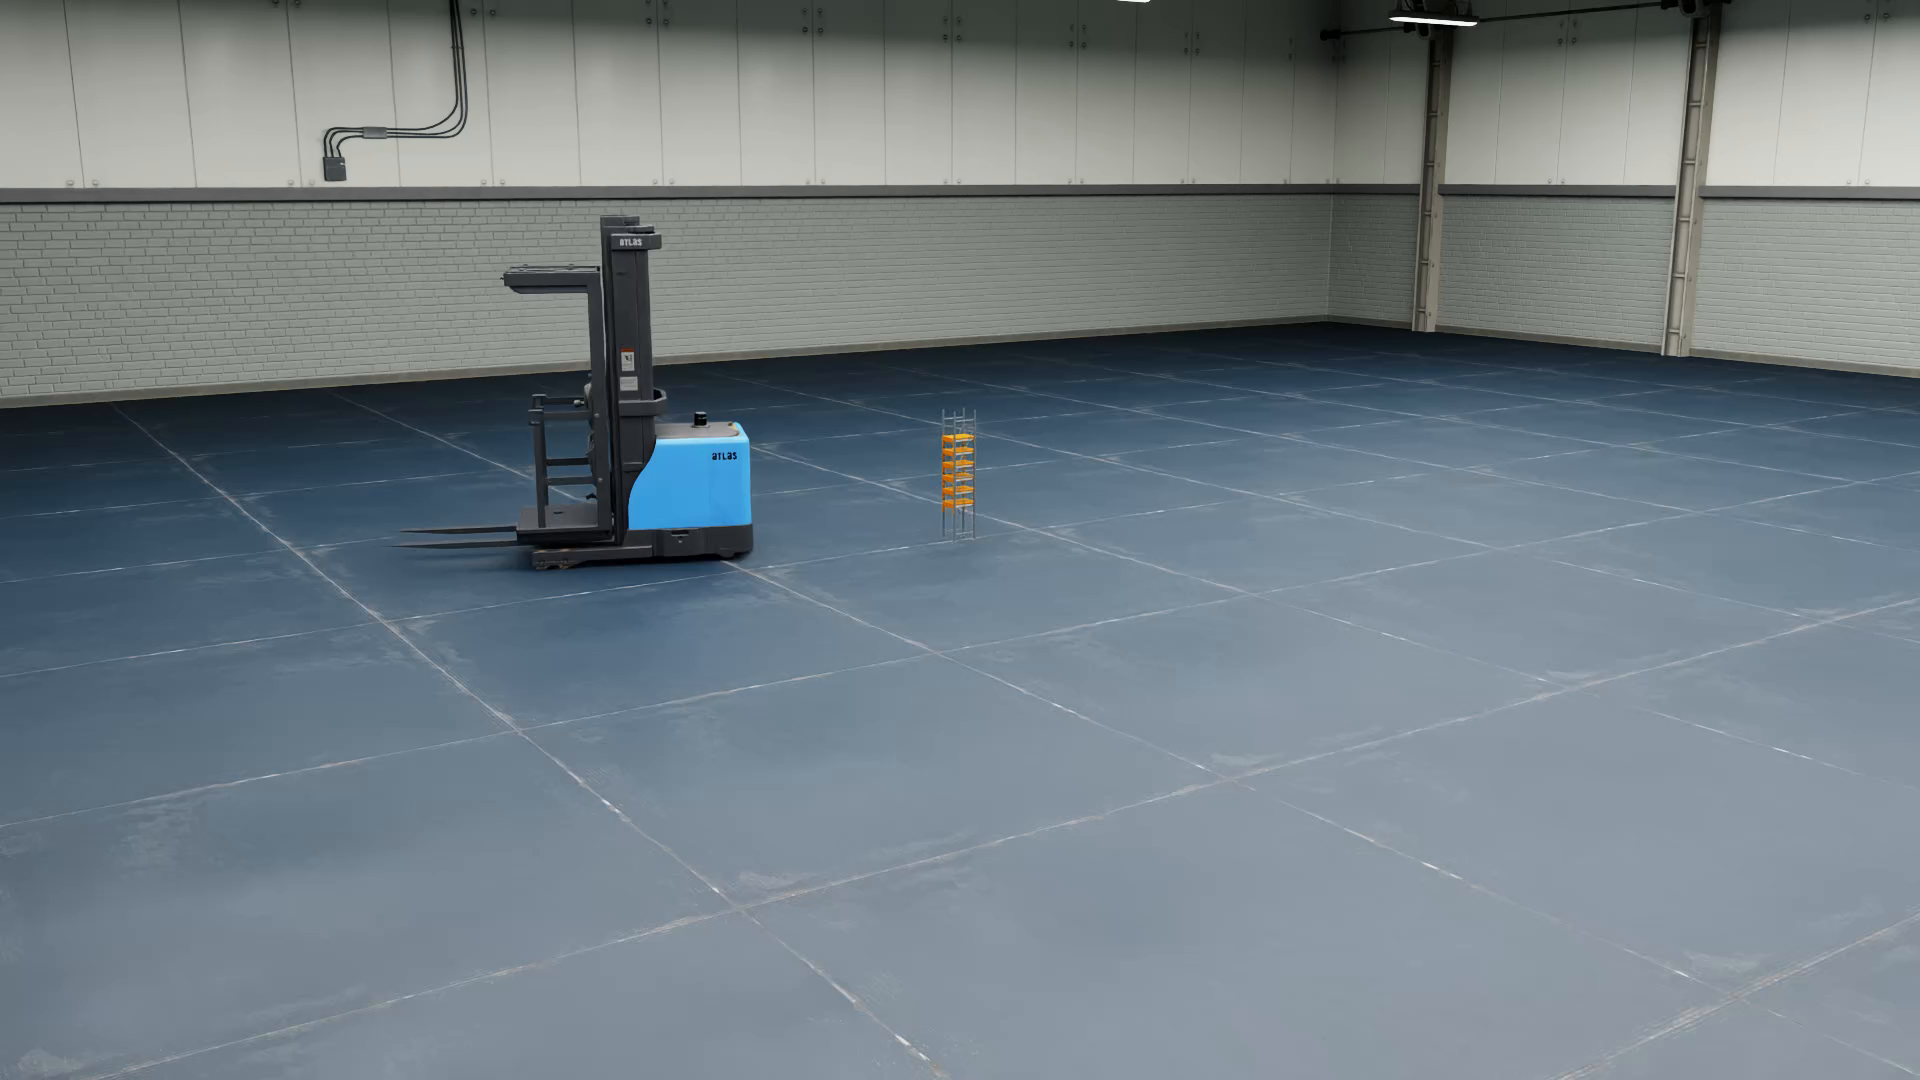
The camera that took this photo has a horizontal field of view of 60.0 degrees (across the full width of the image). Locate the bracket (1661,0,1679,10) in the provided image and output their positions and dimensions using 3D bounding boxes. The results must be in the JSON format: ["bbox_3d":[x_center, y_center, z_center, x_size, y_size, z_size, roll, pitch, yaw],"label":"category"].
[{"bbox_3d":[12.791,-9.621,29.757,0.235,0.232,0.430,-8,15,-33],"label":"bracket"}]

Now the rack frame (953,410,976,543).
[{"bbox_3d":[0.043,-0.572,15.059,0.240,1.200,0.006,-8,15,-33],"label":"rack frame"}]

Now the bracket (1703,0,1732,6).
[{"bbox_3d":[13.251,-9.474,29.082,0.235,0.232,0.430,-8,15,-33],"label":"bracket"}]

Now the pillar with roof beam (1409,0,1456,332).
[{"bbox_3d":[6.408,-8.389,32.546,9.100,9.000,0.548,-8,15,-33],"label":"pillar with roof beam"}]

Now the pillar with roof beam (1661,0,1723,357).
[{"bbox_3d":[9.733,-7.322,27.666,9.100,9.000,0.548,-8,15,-33],"label":"pillar with roof beam"}]

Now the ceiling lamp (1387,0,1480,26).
[{"bbox_3d":[8.004,-10.475,28.425,2.000,3.185,0.800,-8,15,-33],"label":"ceiling lamp"}]

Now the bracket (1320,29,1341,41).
[{"bbox_3d":[8.154,-11.110,36.564,0.235,0.232,0.430,-8,15,-33],"label":"bracket"}]

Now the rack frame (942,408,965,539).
[{"bbox_3d":[-0.059,-0.605,15.208,0.240,1.200,0.006,-8,15,-33],"label":"rack frame"}]

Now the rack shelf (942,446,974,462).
[{"bbox_3d":[-0.008,-0.780,15.092,0.258,0.103,0.180,-8,15,-33],"label":"rack shelf"}]

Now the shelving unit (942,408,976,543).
[{"bbox_3d":[-0.008,-0.589,15.134,0.258,1.200,0.189,-8,15,-33],"label":"shelving unit"}]

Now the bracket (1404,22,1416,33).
[{"bbox_3d":[9.467,-10.688,34.637,0.235,0.232,0.430,-8,15,-33],"label":"bracket"}]

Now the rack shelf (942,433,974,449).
[{"bbox_3d":[-0.008,-0.897,15.066,0.258,0.103,0.180,-8,15,-33],"label":"rack shelf"}]

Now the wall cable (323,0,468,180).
[{"bbox_3d":[-8.851,-8.632,25.700,2.305,6.003,0.169,-8,15,-33],"label":"wall cable"}]

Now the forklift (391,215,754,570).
[{"bbox_3d":[-3.376,-1.302,14.345,3.031,2.935,1.130,-3,13,-12],"label":"forklift"}]

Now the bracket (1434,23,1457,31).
[{"bbox_3d":[9.927,-10.541,33.962,0.235,0.232,0.430,-8,15,-33],"label":"bracket"}]

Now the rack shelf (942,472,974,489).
[{"bbox_3d":[-0.008,-0.545,15.143,0.258,0.103,0.180,-8,15,-33],"label":"rack shelf"}]

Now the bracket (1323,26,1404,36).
[{"bbox_3d":[8.481,-11.005,36.084,0.076,0.066,3.189,-8,15,-33],"label":"bracket"}]

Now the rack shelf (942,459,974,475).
[{"bbox_3d":[-0.008,-0.663,15.117,0.258,0.103,0.180,-8,15,-33],"label":"rack shelf"}]

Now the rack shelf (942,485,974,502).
[{"bbox_3d":[-0.008,-0.428,15.169,0.258,0.103,0.180,-8,15,-33],"label":"rack shelf"}]

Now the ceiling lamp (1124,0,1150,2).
[{"bbox_3d":[1.893,-9.607,24.452,2.000,3.185,0.800,-8,15,-33],"label":"ceiling lamp"}]

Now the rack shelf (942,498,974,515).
[{"bbox_3d":[-0.008,-0.311,15.194,0.258,0.103,0.180,-8,15,-33],"label":"rack shelf"}]

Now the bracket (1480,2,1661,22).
[{"bbox_3d":[11.354,-10.083,31.866,0.076,0.066,4.783,-8,15,-33],"label":"bracket"}]
